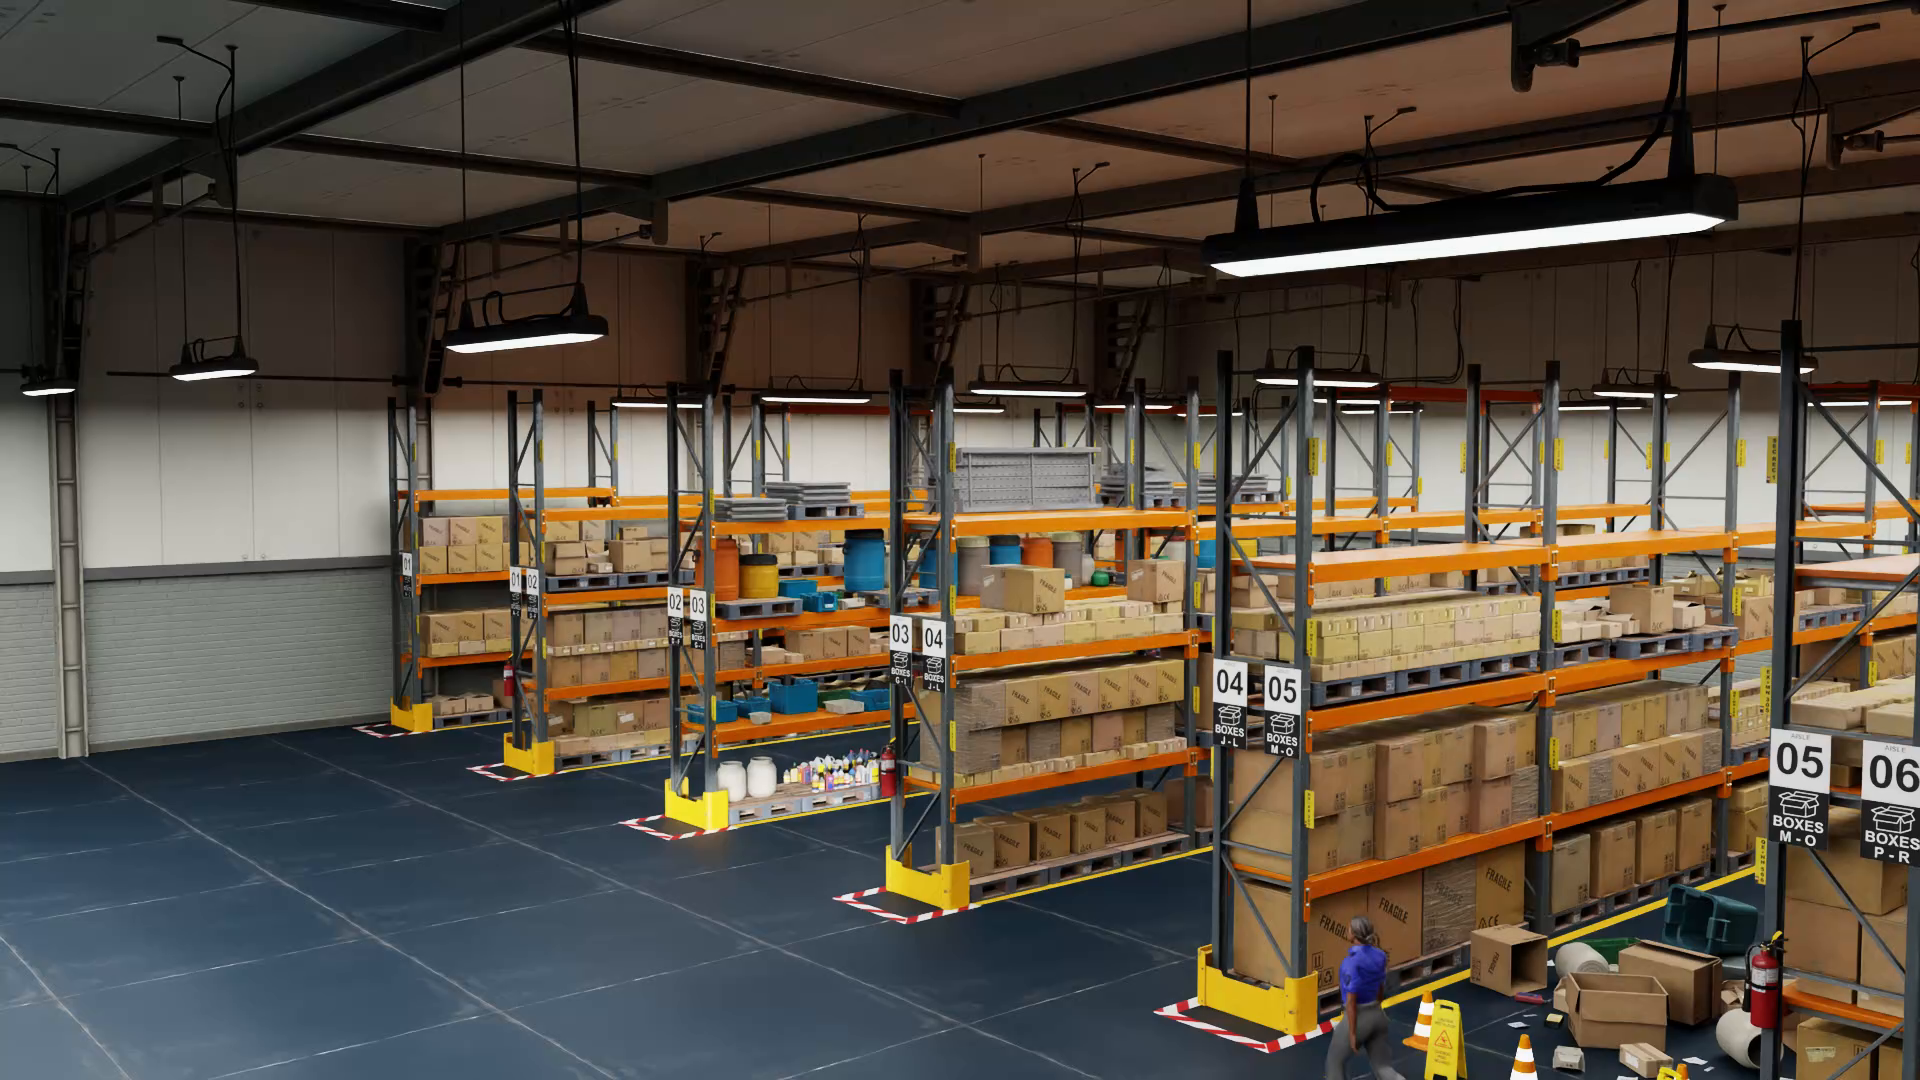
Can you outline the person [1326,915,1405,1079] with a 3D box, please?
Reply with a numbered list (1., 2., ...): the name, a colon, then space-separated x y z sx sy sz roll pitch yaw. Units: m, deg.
1. person: 3.044 3.617 12.444 0.447 1.610 0.965 -3 4 -40
